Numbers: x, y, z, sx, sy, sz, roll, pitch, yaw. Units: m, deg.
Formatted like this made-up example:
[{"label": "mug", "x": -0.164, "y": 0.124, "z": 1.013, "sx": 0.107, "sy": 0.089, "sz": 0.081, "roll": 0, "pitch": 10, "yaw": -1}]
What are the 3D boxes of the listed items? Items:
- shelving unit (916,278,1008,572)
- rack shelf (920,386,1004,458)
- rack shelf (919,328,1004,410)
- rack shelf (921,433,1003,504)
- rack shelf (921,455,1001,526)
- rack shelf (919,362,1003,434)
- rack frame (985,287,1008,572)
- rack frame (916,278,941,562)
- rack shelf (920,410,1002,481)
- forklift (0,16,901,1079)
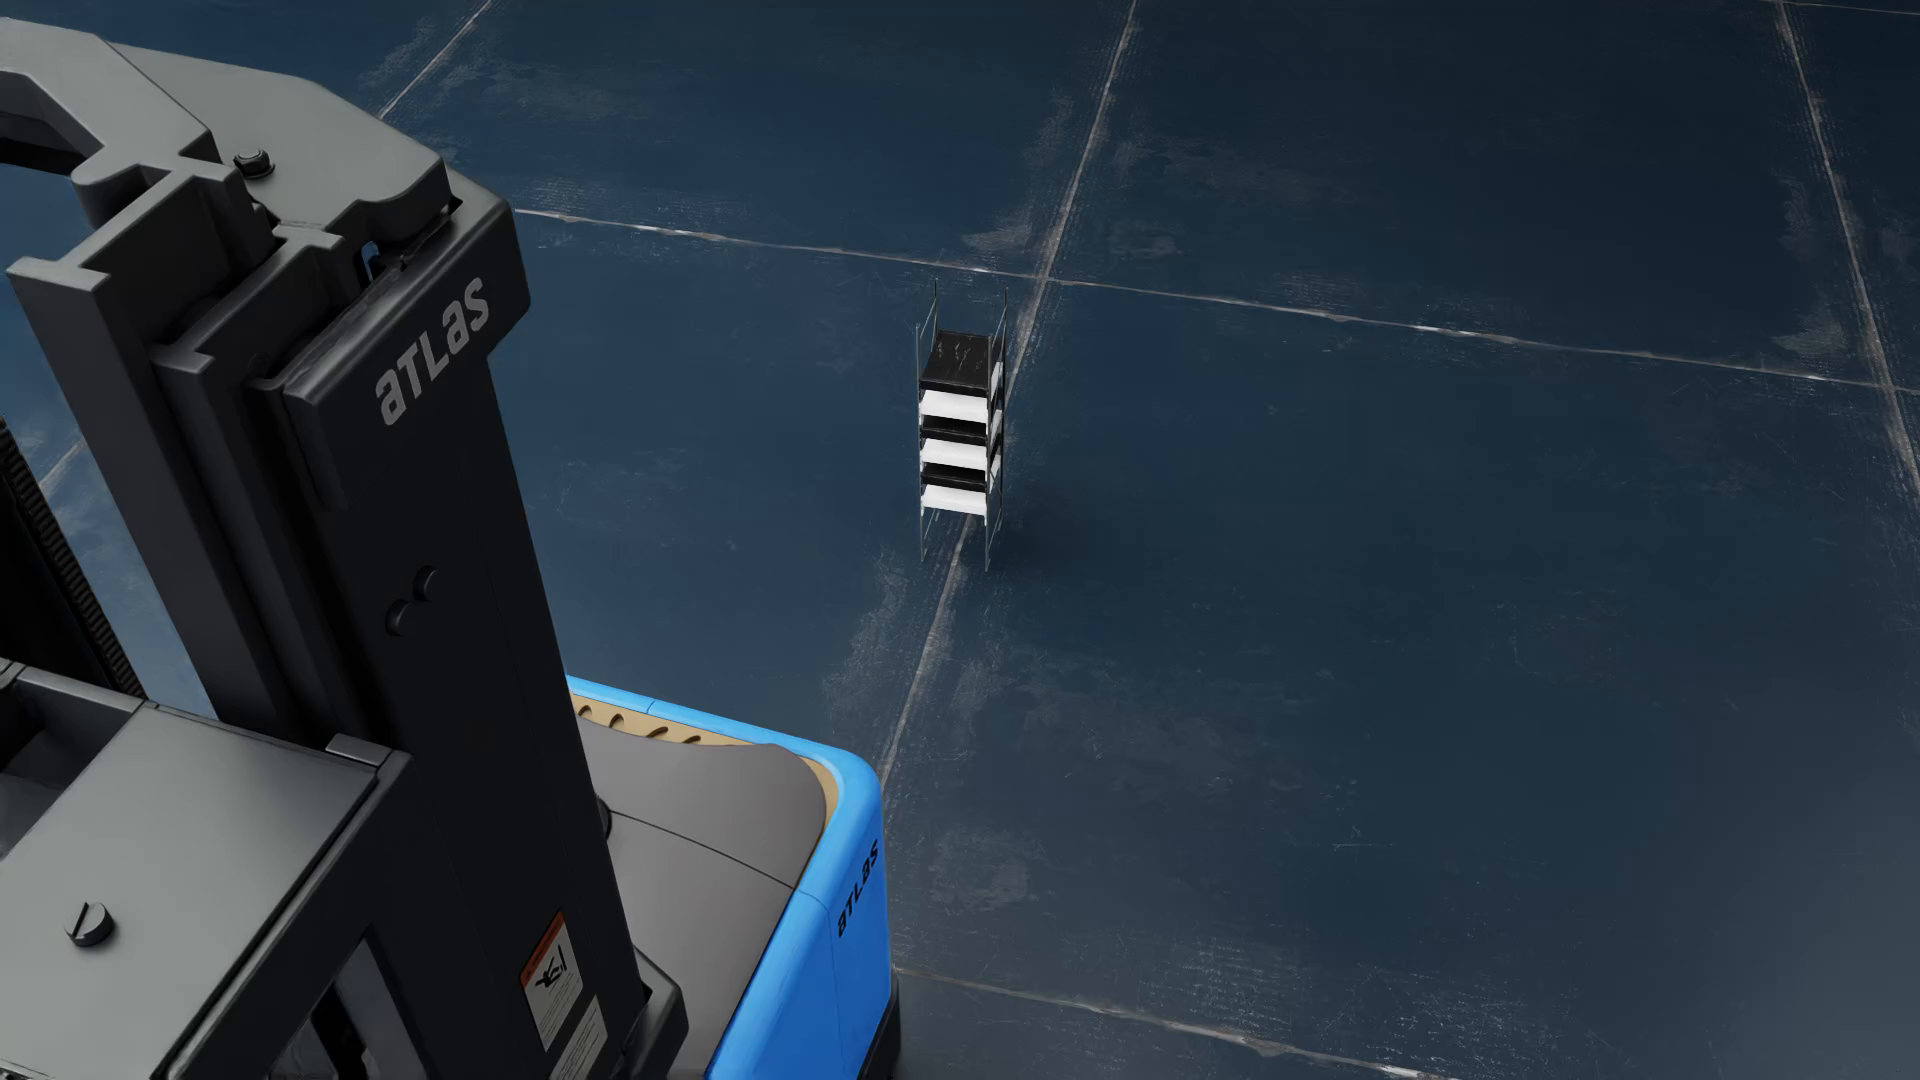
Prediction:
[{"label": "shelving unit", "x": 0.008, "y": -0.323, "z": 4.937, "sx": 0.210, "sy": 0.900, "sz": 0.258, "roll": 9, "pitch": 45, "yaw": 9}, {"label": "rack shelf", "x": 0.008, "y": -0.364, "z": 4.897, "sx": 0.200, "sy": 0.077, "sz": 0.258, "roll": 9, "pitch": 45, "yaw": 9}, {"label": "rack shelf", "x": 0.008, "y": -0.493, "z": 4.773, "sx": 0.200, "sy": 0.077, "sz": 0.258, "roll": 9, "pitch": 45, "yaw": 9}, {"label": "rack shelf", "x": 0.008, "y": -0.234, "z": 5.022, "sx": 0.200, "sy": 0.077, "sz": 0.258, "roll": 9, "pitch": 45, "yaw": 9}, {"label": "rack shelf", "x": 0.008, "y": -0.169, "z": 5.085, "sx": 0.200, "sy": 0.077, "sz": 0.258, "roll": 9, "pitch": 45, "yaw": 9}, {"label": "rack shelf", "x": 0.008, "y": -0.429, "z": 4.835, "sx": 0.200, "sy": 0.077, "sz": 0.258, "roll": 9, "pitch": 45, "yaw": 9}, {"label": "rack frame", "x": 0.107, "y": -0.308, "z": 4.921, "sx": 0.006, "sy": 0.900, "sz": 0.240, "roll": 9, "pitch": 45, "yaw": 9}, {"label": "rack frame", "x": -0.091, "y": -0.338, "z": 4.953, "sx": 0.006, "sy": 0.900, "sz": 0.240, "roll": 9, "pitch": 45, "yaw": 9}, {"label": "rack shelf", "x": 0.008, "y": -0.299, "z": 4.960, "sx": 0.200, "sy": 0.077, "sz": 0.258, "roll": 9, "pitch": 45, "yaw": 9}, {"label": "forklift", "x": -1.093, "y": 1.009, "z": 2.088, "sx": 1.130, "sy": 2.935, "sz": 3.031, "roll": 13, "pitch": 45, "yaw": 13}]
